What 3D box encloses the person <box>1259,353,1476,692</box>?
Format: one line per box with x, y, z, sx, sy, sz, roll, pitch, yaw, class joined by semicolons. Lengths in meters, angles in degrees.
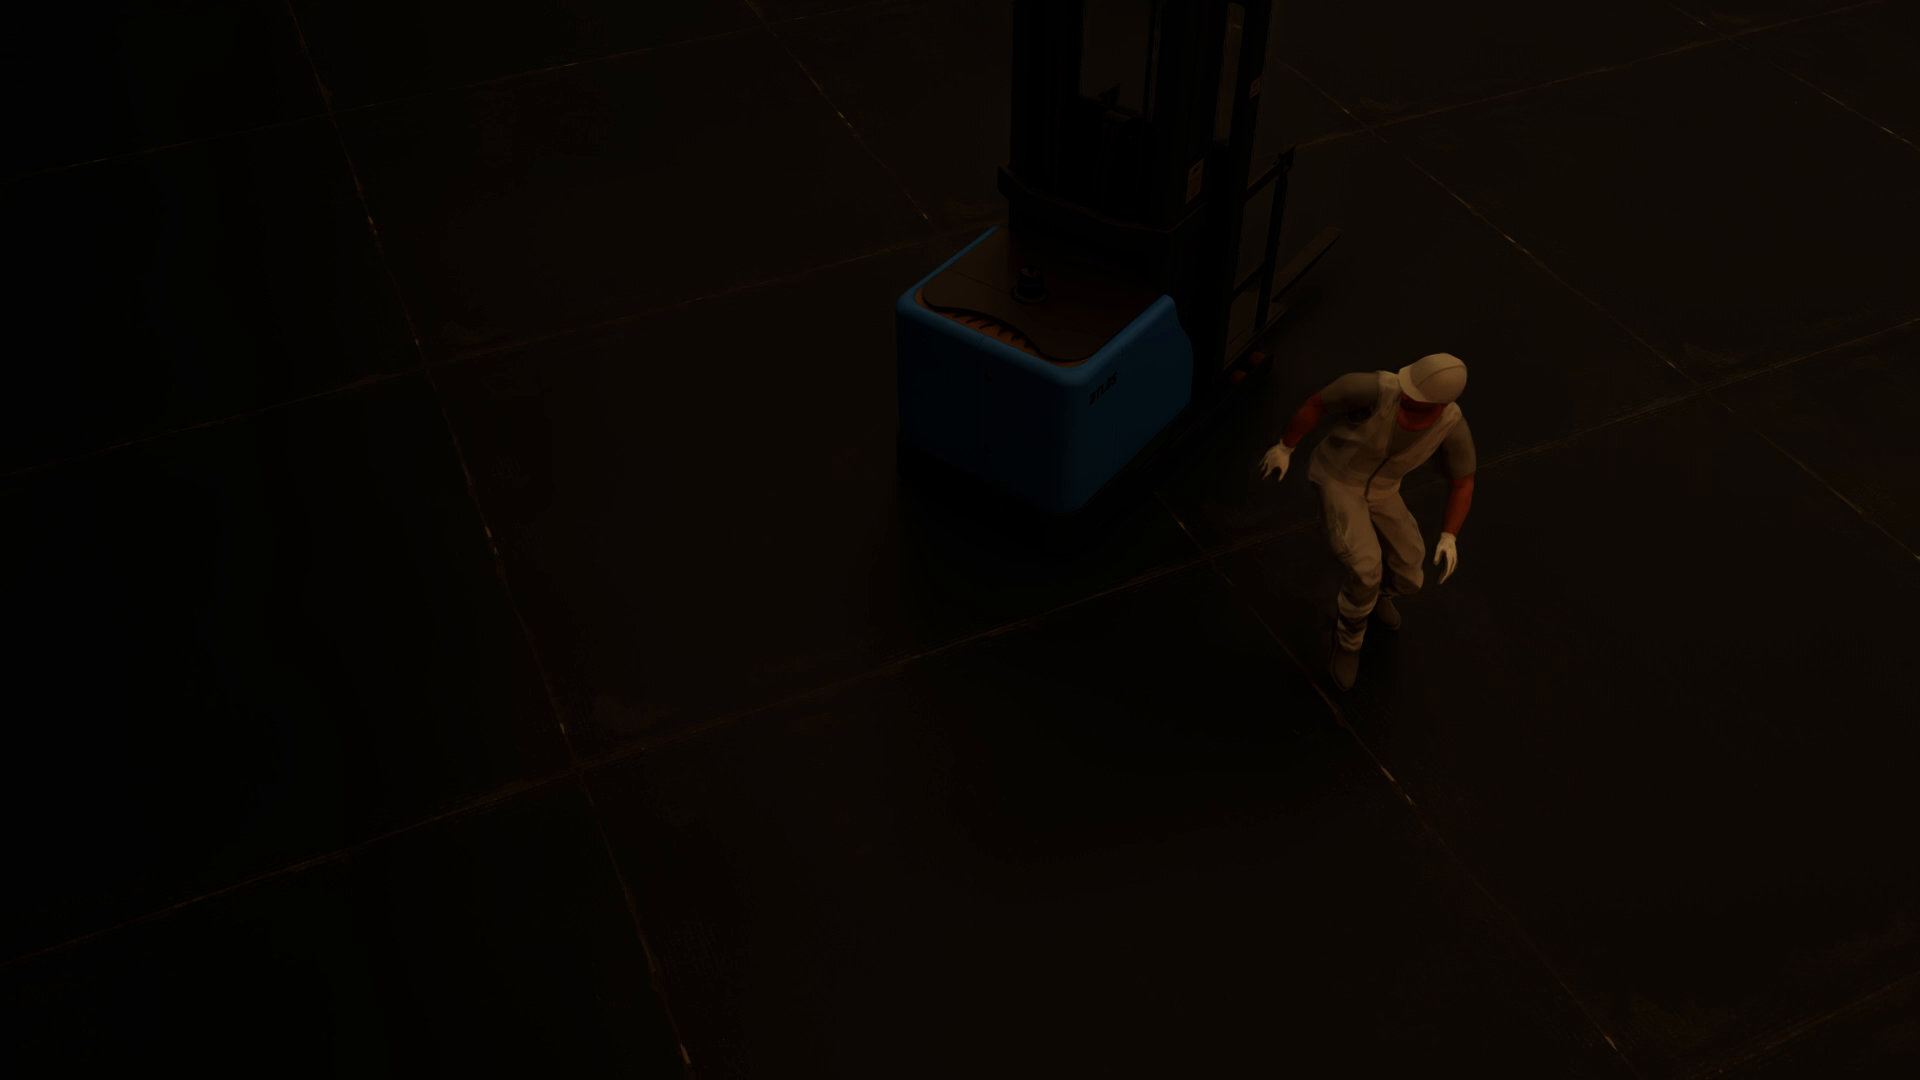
1.700;-0.138;6.856;0.781;1.561;0.771;-6;43;-6;person

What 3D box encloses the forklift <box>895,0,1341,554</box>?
0.979;-1.966;7.787;1.130;2.935;3.031;27;49;26;forklift
